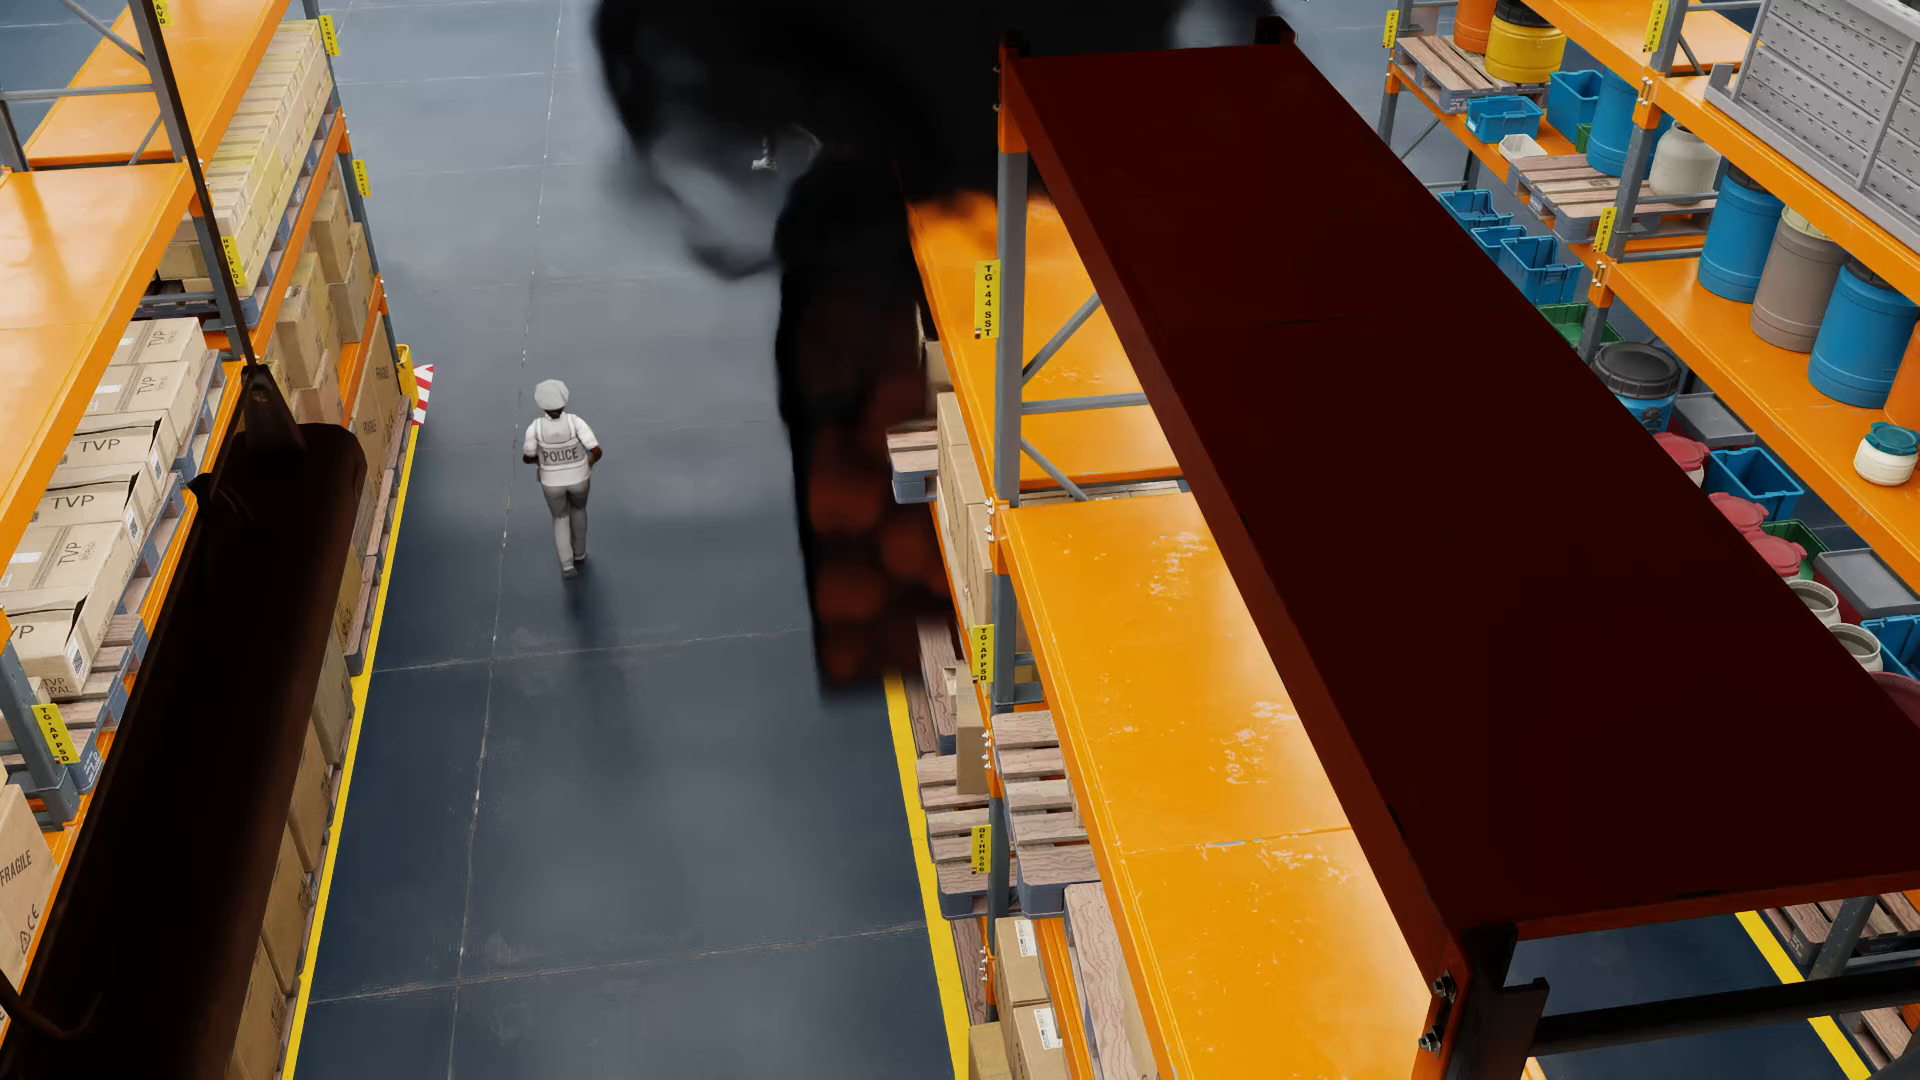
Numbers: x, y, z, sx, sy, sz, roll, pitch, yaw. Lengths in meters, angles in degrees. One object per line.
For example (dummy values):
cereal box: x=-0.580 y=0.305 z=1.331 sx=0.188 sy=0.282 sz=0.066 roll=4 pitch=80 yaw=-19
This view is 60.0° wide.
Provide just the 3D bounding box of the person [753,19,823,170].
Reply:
person: x=-1.998 y=-5.006 z=18.768 sx=0.847 sy=1.759 sz=0.699 roll=10 pitch=37 yaw=13

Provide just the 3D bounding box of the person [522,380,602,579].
person: x=-2.994 y=-0.450 z=12.661 sx=0.585 sy=1.690 sz=0.688 roll=-9 pitch=37 yaw=-12
